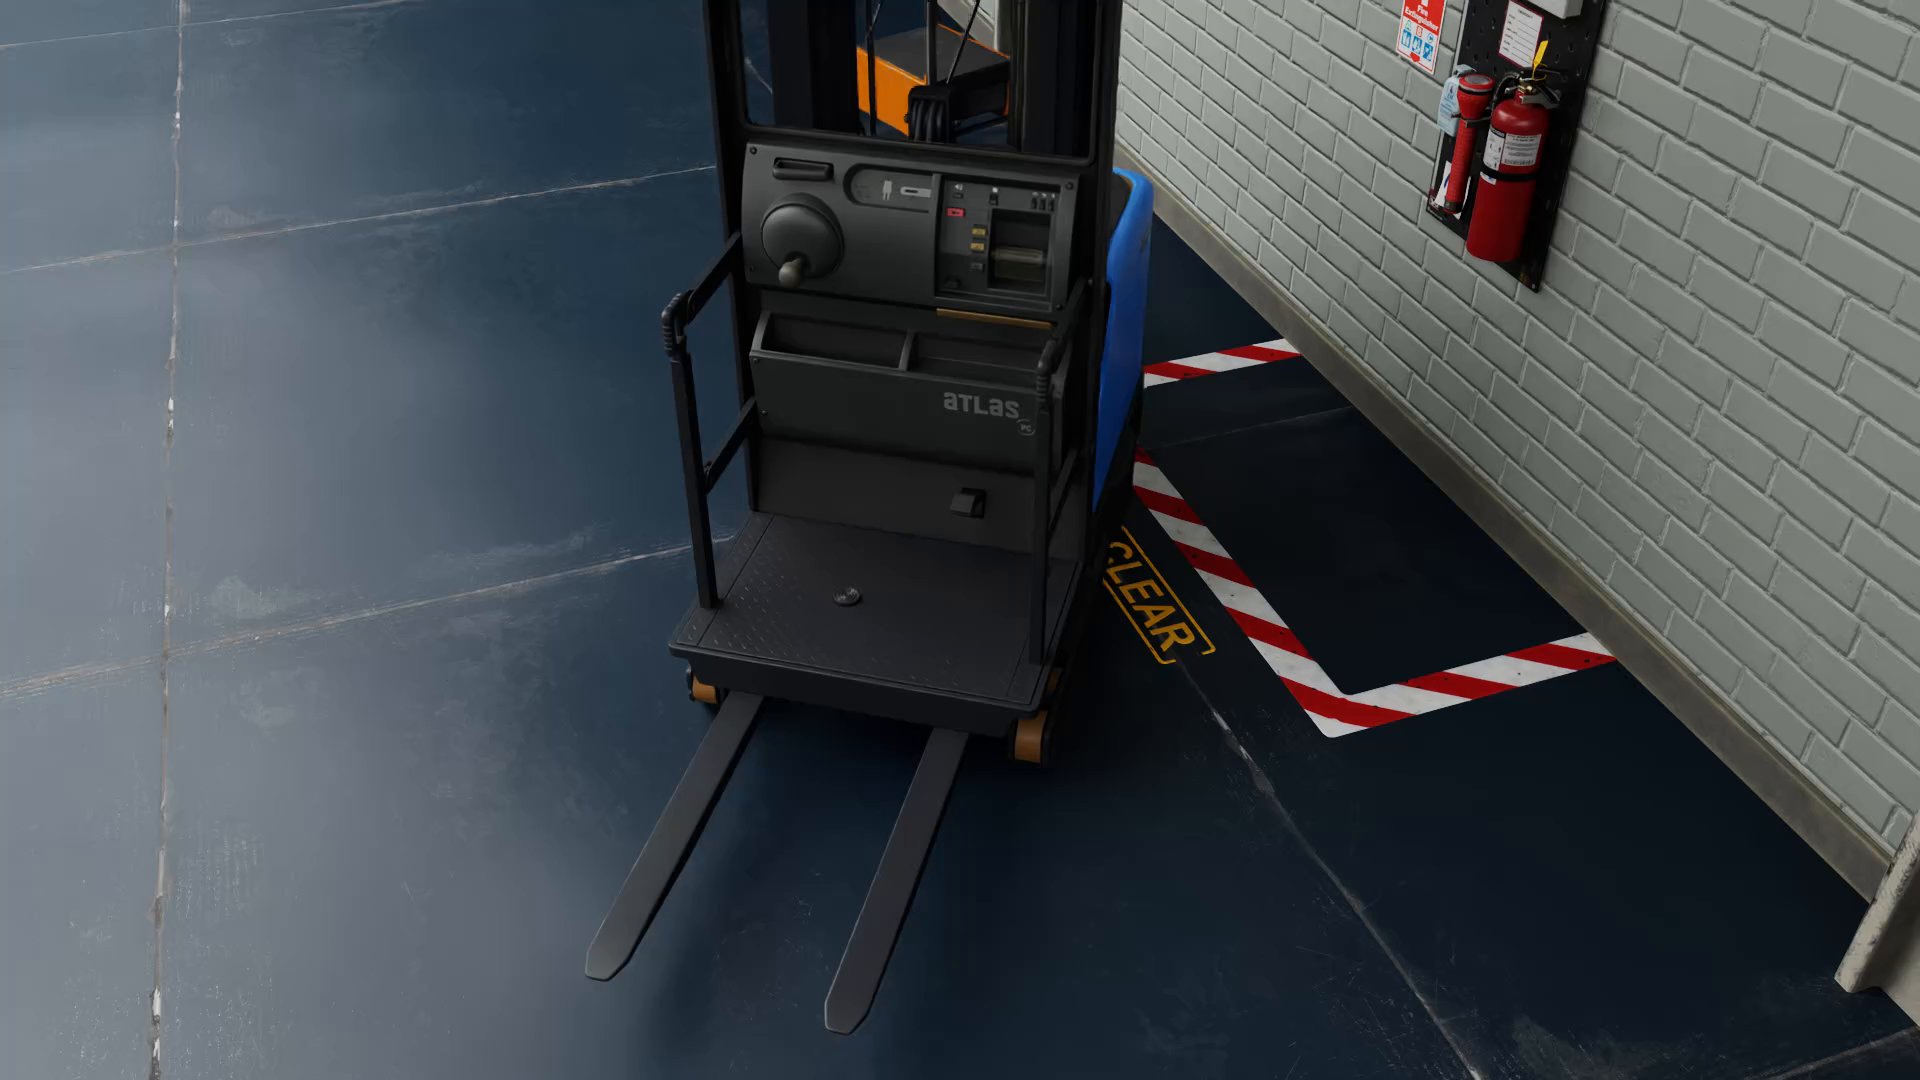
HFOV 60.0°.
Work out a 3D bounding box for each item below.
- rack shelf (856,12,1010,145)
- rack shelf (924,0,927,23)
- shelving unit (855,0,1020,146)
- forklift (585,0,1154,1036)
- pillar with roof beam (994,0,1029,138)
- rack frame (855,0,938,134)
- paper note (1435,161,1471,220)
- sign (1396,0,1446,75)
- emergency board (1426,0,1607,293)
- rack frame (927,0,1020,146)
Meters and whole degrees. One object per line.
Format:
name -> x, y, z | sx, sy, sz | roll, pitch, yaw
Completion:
rack shelf -> -0.097, -1.579, 6.124 | 0.431, 0.518, 0.480 | -25, 43, -29
rack shelf -> -0.097, -2.138, 5.703 | 0.431, 0.518, 0.480 | -25, 43, -29
shelving unit -> -0.097, -1.590, 6.116 | 0.431, 2.100, 0.503 | -25, 43, -29
forklift -> -0.196, -0.777, 4.346 | 1.130, 2.935, 3.031 | 9, 38, 12
pillar with roof beam -> -3.656, -4.893, 4.767 | 9.100, 9.000, 0.400 | -12, 39, -16
rack frame -> -0.245, -1.707, 6.270 | 0.400, 2.100, 0.015 | -25, 43, -29
paper note -> 1.640, -1.165, 5.536 | 0.016, 0.148, 0.142 | -12, 39, -16
sign -> 1.542, -1.751, 5.551 | 0.001, 0.329, 0.234 | -12, 39, -16
emergency board -> 1.636, -1.403, 5.119 | 0.194, 1.169, 0.643 | -12, 39, -16
rack frame -> 0.051, -1.473, 5.961 | 0.400, 2.100, 0.015 | -25, 43, -29
